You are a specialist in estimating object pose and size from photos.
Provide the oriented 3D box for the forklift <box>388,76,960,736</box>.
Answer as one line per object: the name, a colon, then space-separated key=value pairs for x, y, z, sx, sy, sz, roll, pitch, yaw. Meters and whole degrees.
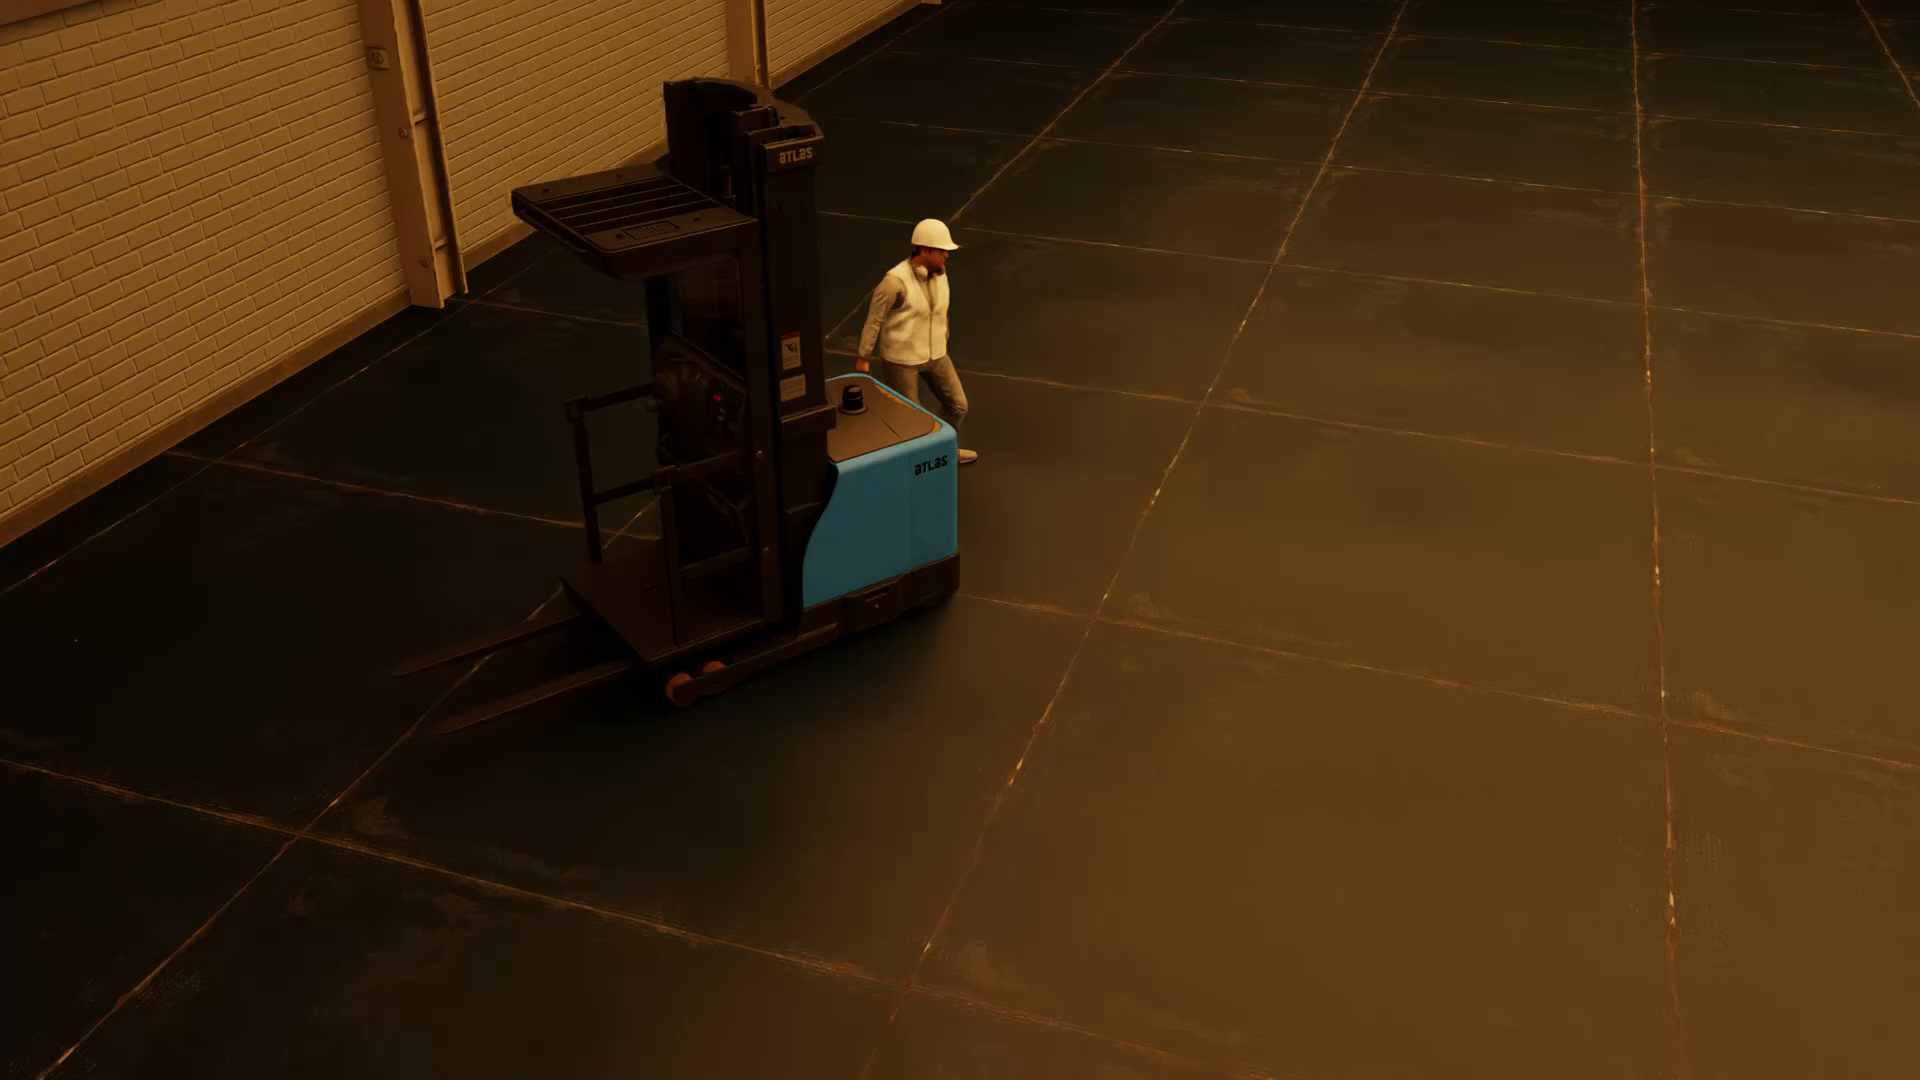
forklift: x=-1.494 y=-0.712 z=8.385 sx=3.031 sy=2.935 sz=1.130 roll=-20 pitch=35 yaw=-31

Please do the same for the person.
person: x=-0.270 y=-1.168 z=10.429 sx=0.867 sy=1.745 sz=0.467 roll=-23 pitch=37 yaw=-34
